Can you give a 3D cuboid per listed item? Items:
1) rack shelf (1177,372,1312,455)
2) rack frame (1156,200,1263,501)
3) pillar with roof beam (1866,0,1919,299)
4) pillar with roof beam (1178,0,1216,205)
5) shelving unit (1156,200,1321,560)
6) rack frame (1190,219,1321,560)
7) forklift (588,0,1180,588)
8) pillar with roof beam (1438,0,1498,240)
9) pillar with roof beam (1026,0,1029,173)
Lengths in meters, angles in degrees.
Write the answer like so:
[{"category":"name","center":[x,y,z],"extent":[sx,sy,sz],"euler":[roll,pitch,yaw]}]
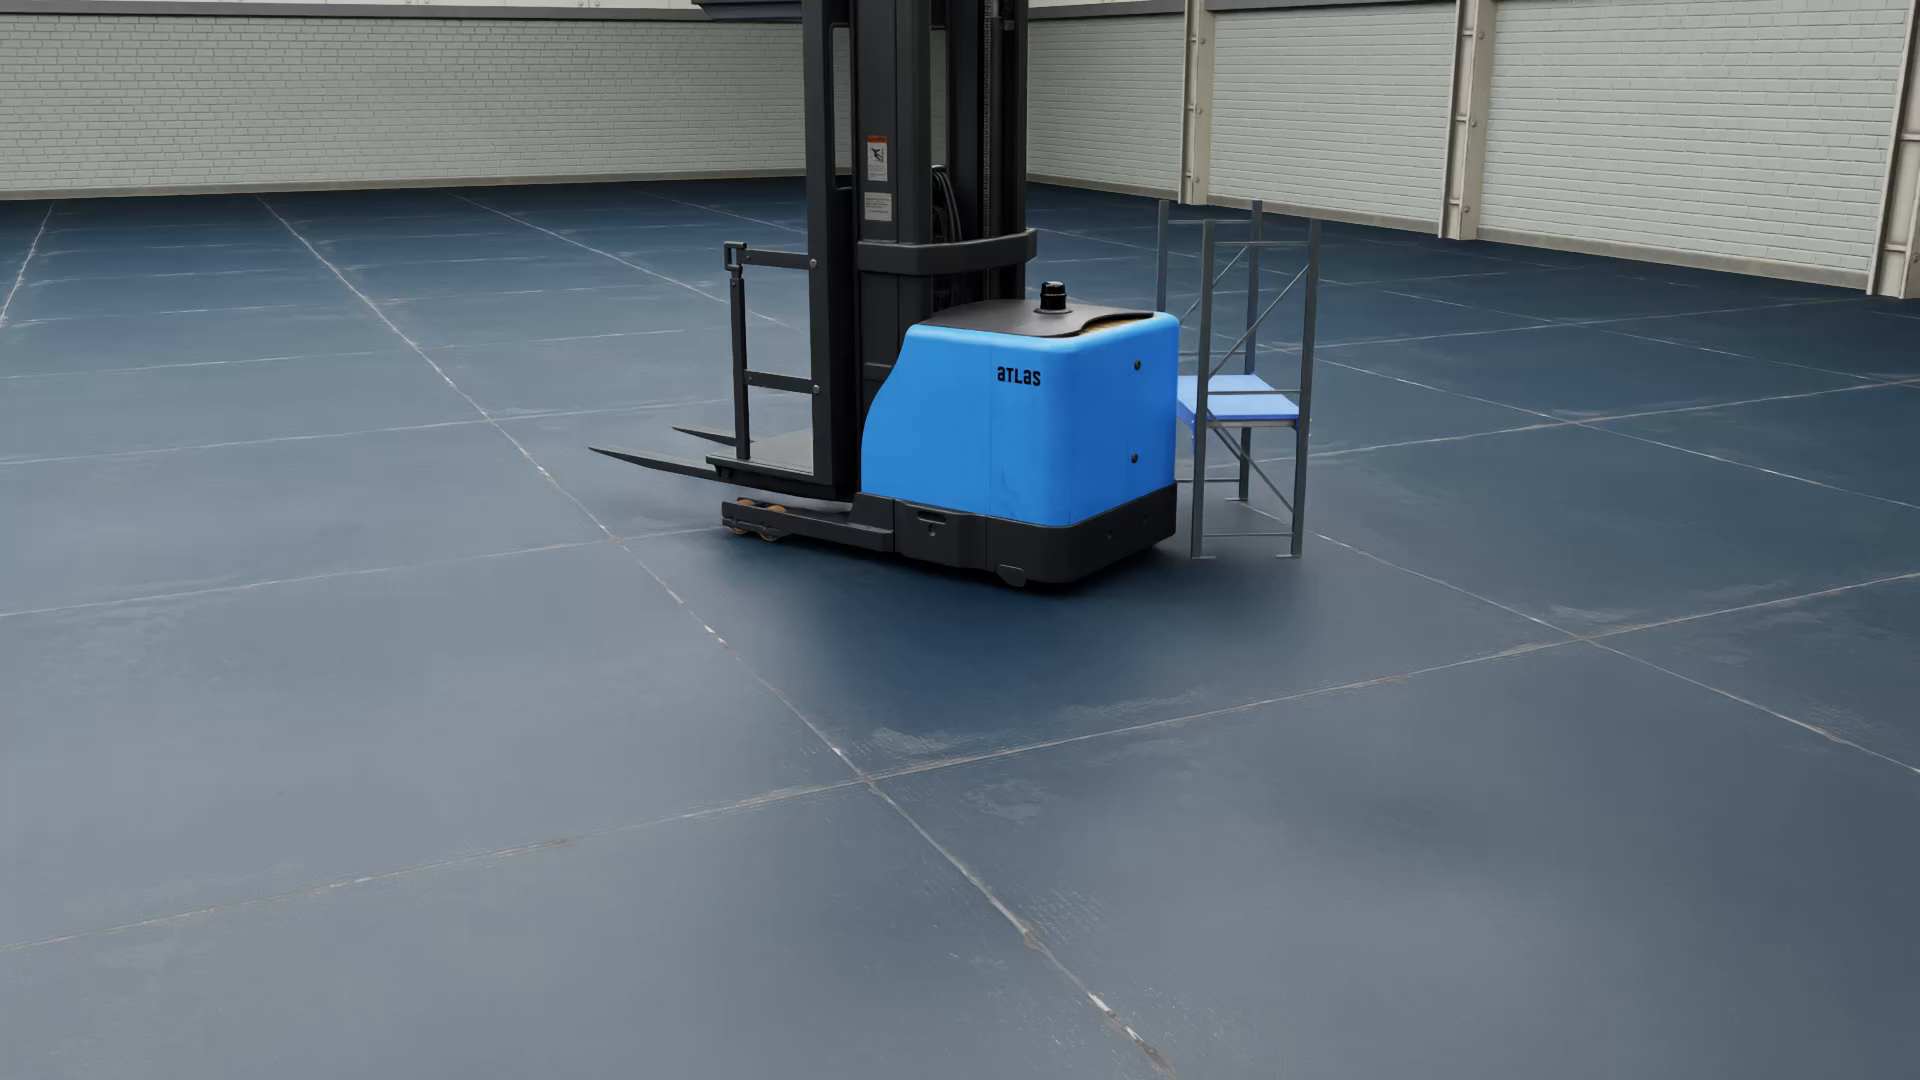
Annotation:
[{"category":"rack shelf","center":[1.248,-0.607,7.799],"extent":[0.538,0.185,1.000],"euler":[-1,16,-4]},{"category":"rack frame","center":[1.212,-0.920,8.237],"extent":[0.500,1.500,0.032],"euler":[-1,16,-4]},{"category":"pillar with roof beam","center":[5.067,-6.141,12.837],"extent":[9.100,9.000,0.400],"euler":[-8,18,-25]},{"category":"pillar with roof beam","center":[-0.190,-9.117,23.206],"extent":[9.100,9.000,0.400],"euler":[-8,18,-25]},{"category":"shelving unit","center":[1.248,-0.780,7.749],"extent":[0.538,1.500,1.048],"euler":[-1,16,-4]},{"category":"rack frame","center":[1.284,-0.640,7.262],"extent":[0.500,1.500,0.032],"euler":[-1,16,-4]},{"category":"forklift","center":[-0.507,-1.509,7.695],"extent":[3.031,2.935,1.130],"euler":[11,19,34]},{"category":"pillar with roof beam","center":[2.439,-7.629,18.022],"extent":[9.100,9.000,0.400],"euler":[-8,18,-25]},{"category":"pillar with roof beam","center":[-2.818,-10.605,28.390],"extent":[9.100,9.000,0.400],"euler":[-8,18,-25]}]
